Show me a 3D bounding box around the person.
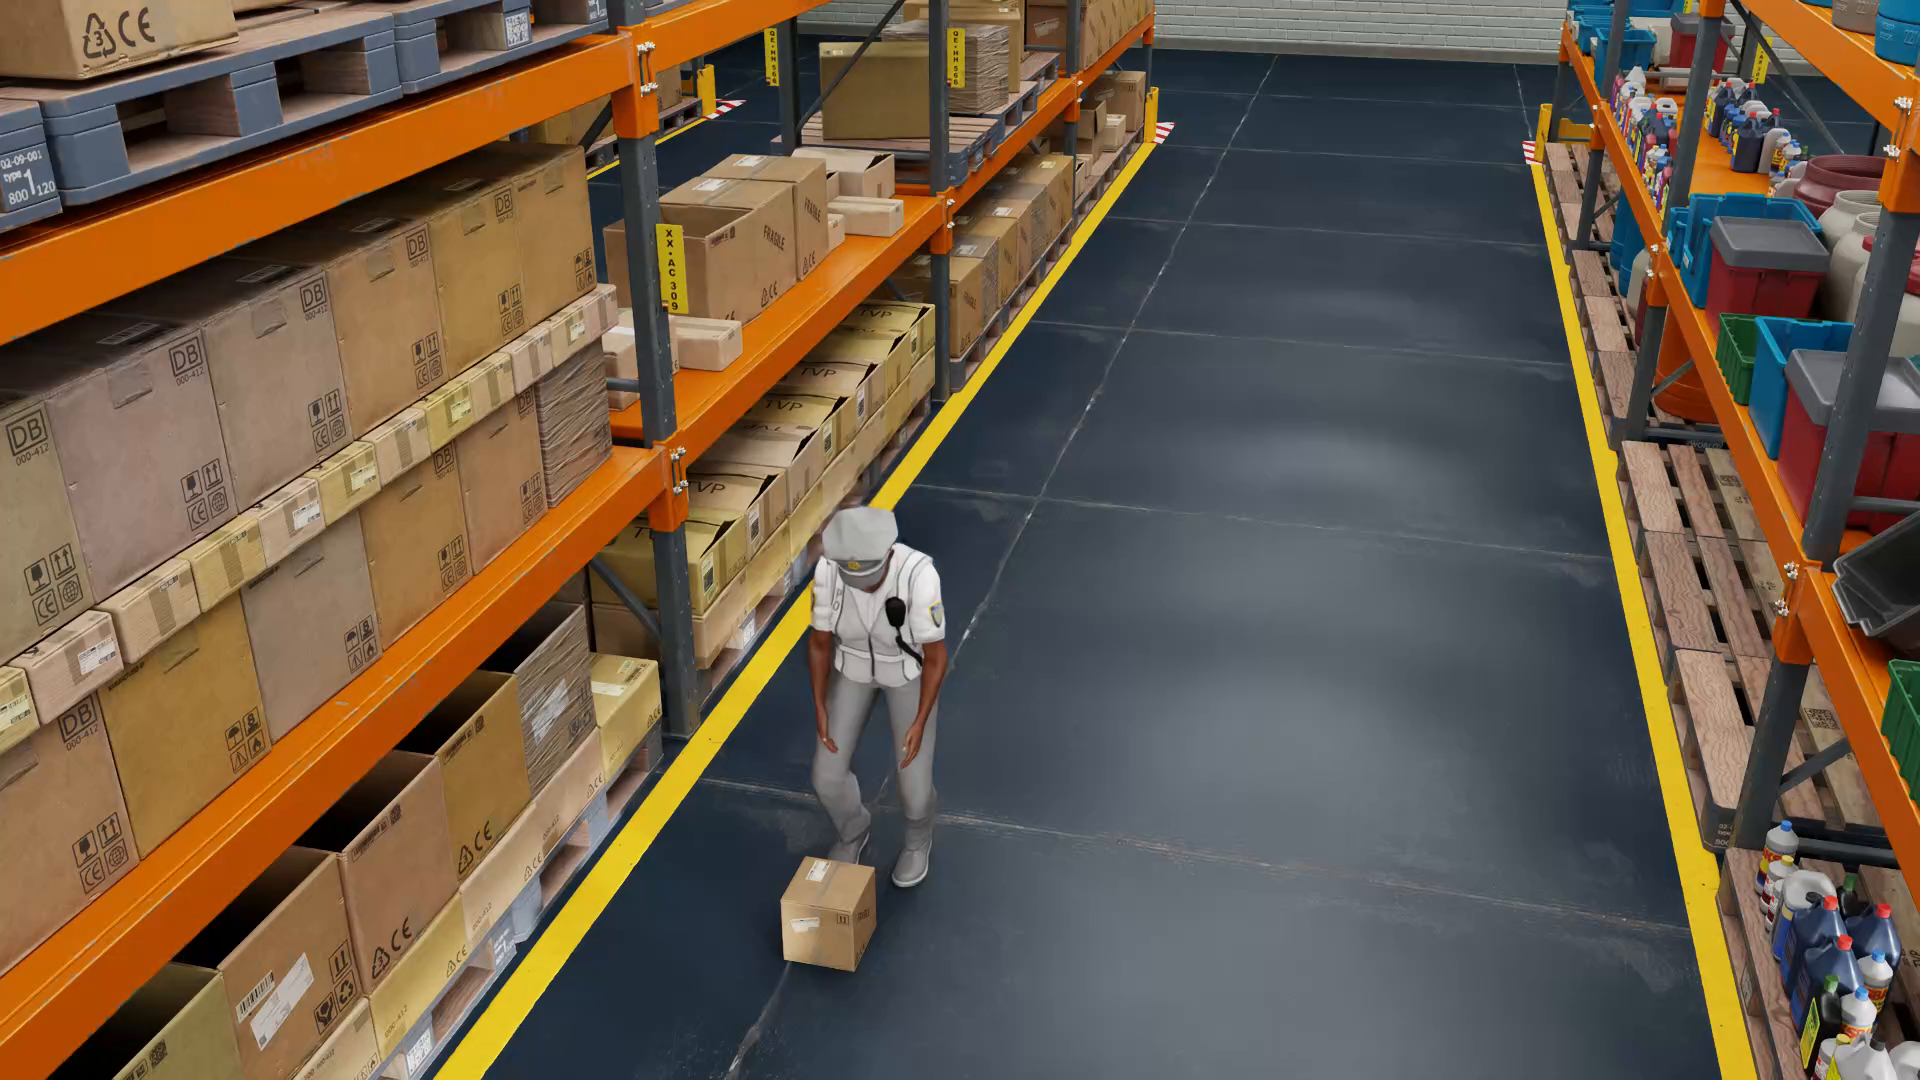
[{"bbox_3d":[-0.268,0.527,5.723,0.490,1.487,0.628,7,26,14],"label":"person"}]
